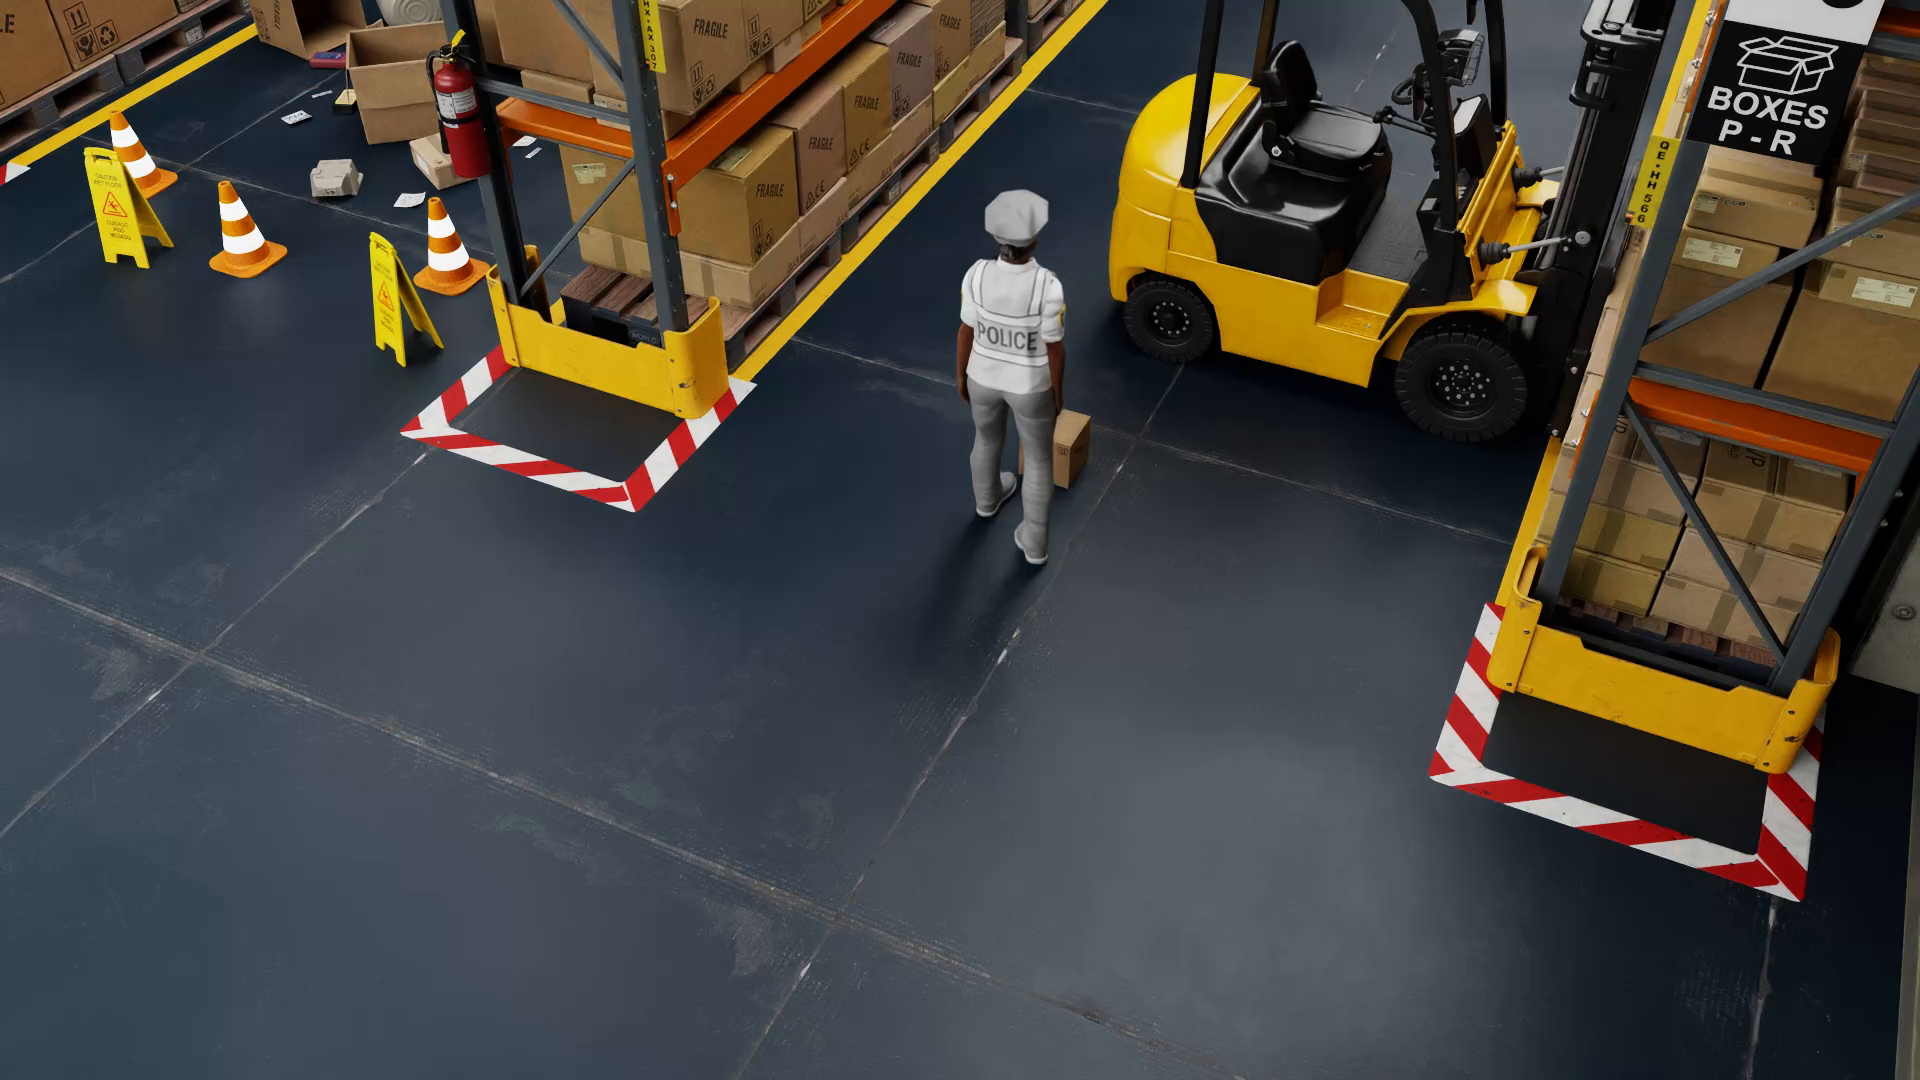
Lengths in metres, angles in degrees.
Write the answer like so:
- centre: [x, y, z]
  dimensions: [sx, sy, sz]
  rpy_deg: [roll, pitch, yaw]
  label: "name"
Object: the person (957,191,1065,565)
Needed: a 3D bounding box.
- centre: [0.236, -0.689, 6.906]
  dimensions: [0.476, 1.693, 0.537]
  rpy_deg: [13, 44, 14]
  label: "person"
